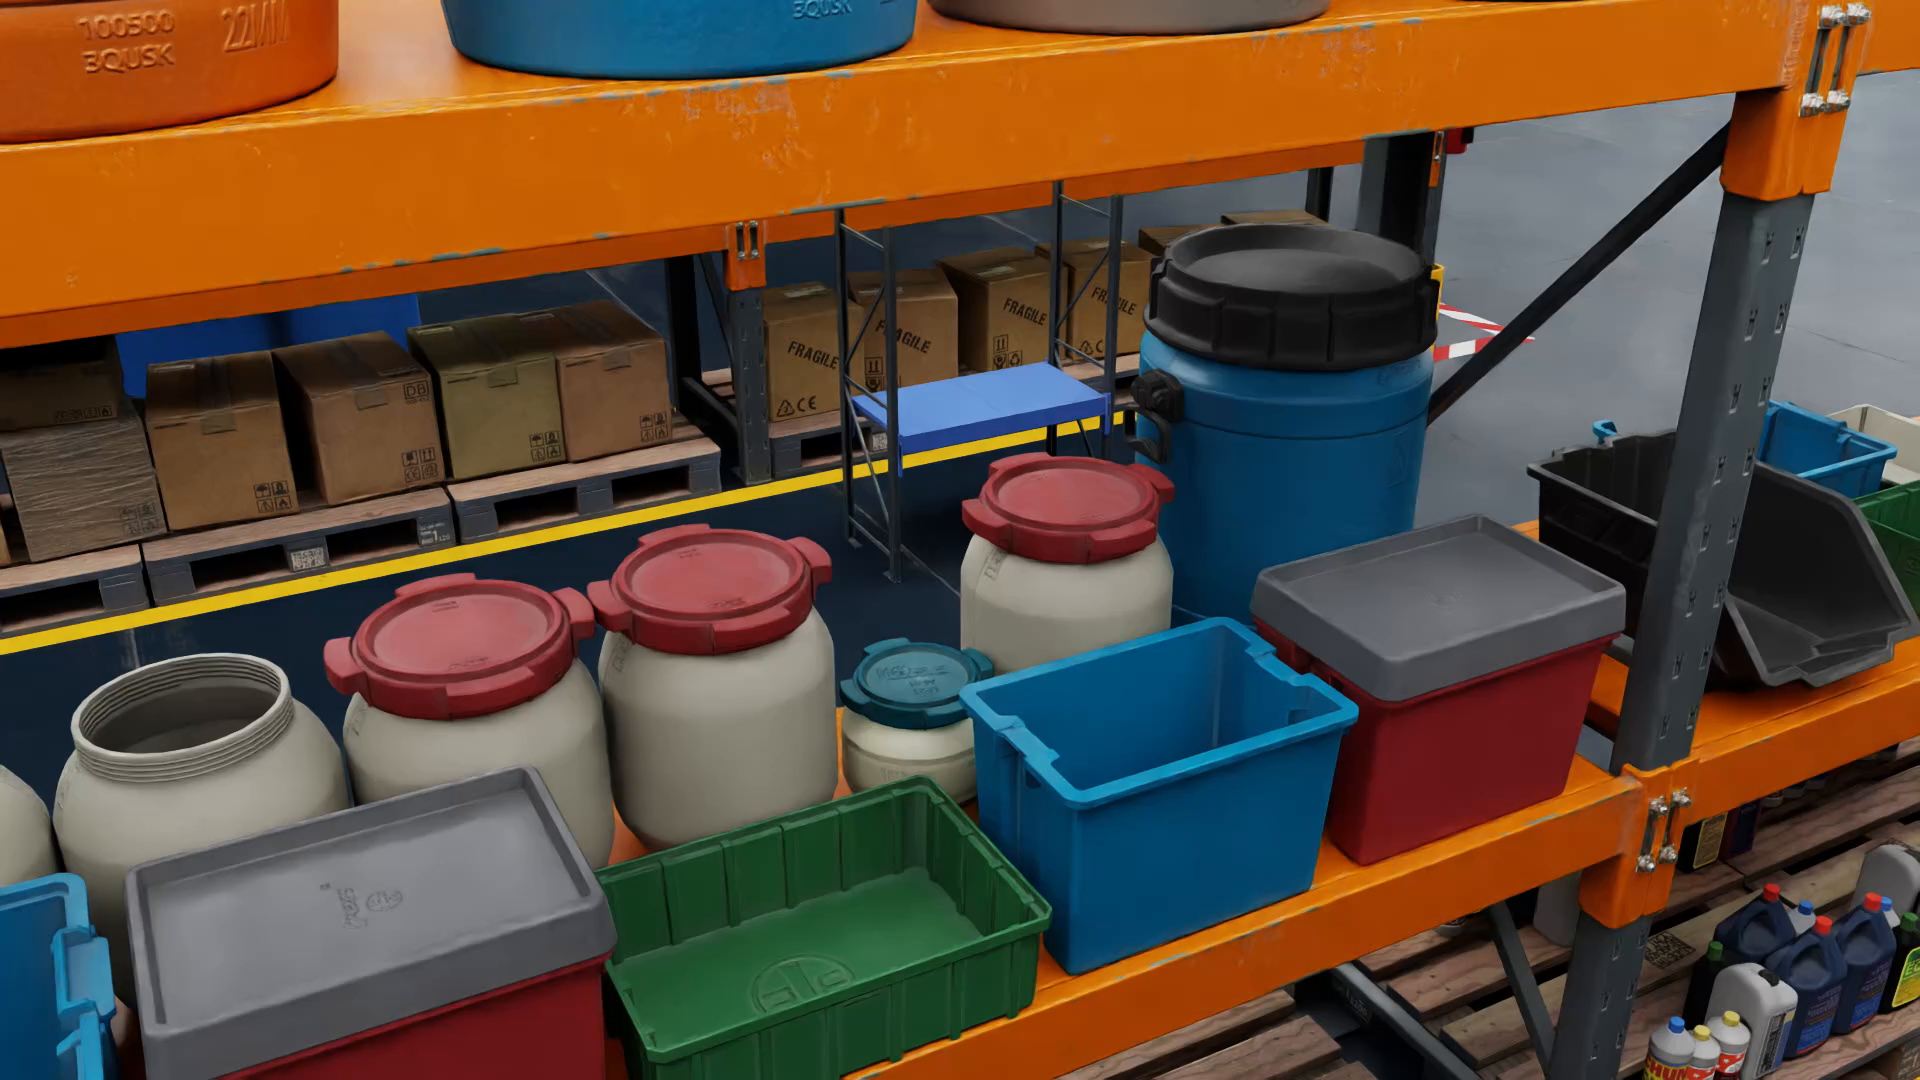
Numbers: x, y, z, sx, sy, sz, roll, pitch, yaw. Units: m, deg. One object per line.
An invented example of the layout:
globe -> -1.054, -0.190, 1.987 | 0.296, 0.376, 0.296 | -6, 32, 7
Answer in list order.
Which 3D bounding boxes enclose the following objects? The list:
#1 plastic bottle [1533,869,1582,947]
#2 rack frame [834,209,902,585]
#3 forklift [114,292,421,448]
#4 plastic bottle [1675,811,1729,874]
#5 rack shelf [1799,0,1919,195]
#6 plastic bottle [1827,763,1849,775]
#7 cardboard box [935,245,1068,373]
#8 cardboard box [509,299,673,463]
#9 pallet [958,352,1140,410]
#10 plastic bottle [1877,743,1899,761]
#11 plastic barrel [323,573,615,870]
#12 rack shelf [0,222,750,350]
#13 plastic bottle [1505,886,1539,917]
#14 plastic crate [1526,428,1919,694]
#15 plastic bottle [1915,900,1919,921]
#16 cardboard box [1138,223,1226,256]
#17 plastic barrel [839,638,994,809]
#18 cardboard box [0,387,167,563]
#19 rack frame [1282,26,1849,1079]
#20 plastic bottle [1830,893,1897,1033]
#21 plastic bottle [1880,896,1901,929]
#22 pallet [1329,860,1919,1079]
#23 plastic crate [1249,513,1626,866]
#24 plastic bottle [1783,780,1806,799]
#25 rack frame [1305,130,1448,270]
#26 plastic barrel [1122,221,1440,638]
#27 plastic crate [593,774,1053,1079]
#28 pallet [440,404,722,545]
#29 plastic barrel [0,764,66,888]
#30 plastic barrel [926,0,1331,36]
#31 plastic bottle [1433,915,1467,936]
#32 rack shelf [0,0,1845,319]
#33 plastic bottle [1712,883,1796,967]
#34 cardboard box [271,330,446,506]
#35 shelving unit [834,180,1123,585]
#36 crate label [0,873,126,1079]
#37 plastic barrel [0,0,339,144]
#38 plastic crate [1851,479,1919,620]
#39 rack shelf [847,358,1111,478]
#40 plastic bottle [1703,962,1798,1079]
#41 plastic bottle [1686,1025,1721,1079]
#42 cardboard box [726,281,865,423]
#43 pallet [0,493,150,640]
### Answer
plastic bottle -> 1.660, 0.902, 4.459 | 0.185, 0.351, 0.144 | -13, 29, -25
rack frame -> -0.373, -0.590, 6.746 | 0.032, 1.500, 0.500 | -13, 29, -25
forklift -> -4.281, -2.018, 8.066 | 3.031, 2.935, 1.130 | 9, 27, 18
plastic bottle -> 2.117, 0.806, 4.736 | 0.133, 0.283, 0.061 | -13, 29, -25
rack shelf -> 2.924, -1.343, 3.948 | 4.000, 0.370, 1.077 | -13, 29, -25
plastic bottle -> 2.734, 0.593, 5.180 | 0.133, 0.283, 0.061 | -12, 28, -24
cardboard box -> 0.213, -1.204, 8.695 | 0.500, 0.500, 0.500 | -16, 30, -30
cardboard box -> -1.723, -0.754, 7.735 | 0.500, 0.500, 0.700 | -15, 30, -29
pallet -> 0.482, -0.943, 8.970 | 1.213, 0.211, 1.003 | -13, 29, -25
plastic bottle -> 2.942, 0.559, 5.264 | 0.097, 0.271, 0.097 | 0, 26, 0
plastic barrel -> -0.817, 0.379, 2.837 | 0.433, 0.535, 0.433 | 0, 26, 0
rack shelf -> -2.936, -1.068, 6.840 | 4.000, 0.370, 1.077 | -13, 29, -25
plastic bottle -> 1.592, 0.847, 4.573 | 0.185, 0.351, 0.144 | -14, 29, -26
plastic crate -> 1.681, 0.062, 3.727 | 0.504, 0.338, 0.767 | -13, 29, -25
plastic bottle -> 2.608, 0.957, 4.344 | 0.185, 0.351, 0.144 | -13, 29, -25
cardboard box -> 1.288, -1.421, 9.147 | 0.500, 0.500, 0.500 | -6, 26, -12
plastic barrel -> -0.081, 0.365, 3.183 | 0.301, 0.262, 0.301 | 0, 26, 0
cardboard box -> -3.636, -0.318, 6.827 | 0.500, 0.500, 0.700 | -16, 30, -29
rack frame -> 1.159, 0.092, 3.593 | 0.127, 3.000, 1.000 | -13, 29, -25
plastic bottle -> 2.233, 1.043, 4.163 | 0.185, 0.351, 0.144 | -14, 29, -27
plastic bottle -> 2.346, 1.035, 4.273 | 0.097, 0.271, 0.097 | 0, 26, 0
pallet -> 1.772, 1.228, 4.448 | 1.213, 0.211, 1.003 | -13, 29, -25
plastic crate -> 0.876, 0.279, 3.130 | 0.583, 0.464, 0.402 | -13, 29, -25
plastic bottle -> 2.552, 0.649, 5.076 | 0.097, 0.271, 0.097 | 0, 26, 0
rack frame -> 2.358, -2.614, 9.229 | 0.127, 3.000, 1.000 | -13, 29, -25
plastic barrel -> 0.676, -0.171, 3.561 | 0.708, 0.901, 0.600 | -13, 29, -25
plastic crate -> -0.245, 0.650, 2.675 | 0.662, 0.188, 0.450 | -13, 29, -25
pallet -> -1.858, -0.383, 7.805 | 1.213, 0.211, 1.003 | -13, 29, -25
plastic barrel -> -1.563, 0.565, 2.478 | 0.421, 0.512, 0.421 | 0, 26, 0
plastic barrel -> 0.236, -1.167, 2.169 | 0.600, 0.901, 0.600 | 0, 26, 0
plastic bottle -> 1.333, 0.962, 4.505 | 0.097, 0.201, 0.097 | 0, 26, 0
rack shelf -> -0.605, -0.529, 2.251 | 4.000, 0.370, 1.077 | -13, 29, -25
plastic bottle -> 1.999, 1.027, 4.198 | 0.185, 0.351, 0.144 | -13, 29, -25
cardboard box -> -2.646, -0.550, 7.310 | 0.500, 0.500, 0.700 | -16, 30, -29
shelving unit -> 0.075, -0.693, 6.962 | 1.048, 1.500, 0.538 | -13, 29, -25
crate label -> -1.366, 0.792, 2.095 | 0.616, 0.435, 0.502 | -13, 29, -25
plastic barrel -> -0.966, -0.857, 1.607 | 0.708, 0.830, 0.600 | -13, 29, -25
plastic crate -> 2.490, 0.019, 3.990 | 0.662, 0.188, 0.450 | -13, 29, -25
rack shelf -> 0.075, -0.531, 7.039 | 1.000, 0.185, 0.538 | -13, 29, -25
plastic bottle -> 1.919, 1.148, 4.032 | 0.135, 0.276, 0.152 | -12, 28, -23
plastic bottle -> 1.736, 1.237, 3.933 | 0.097, 0.201, 0.097 | 0, 26, 0
cardboard box -> -0.800, -0.928, 8.121 | 0.500, 0.500, 0.500 | -14, 29, -27
pallet -> -4.011, 0.114, 6.770 | 1.213, 0.211, 1.003 | -13, 29, -25
